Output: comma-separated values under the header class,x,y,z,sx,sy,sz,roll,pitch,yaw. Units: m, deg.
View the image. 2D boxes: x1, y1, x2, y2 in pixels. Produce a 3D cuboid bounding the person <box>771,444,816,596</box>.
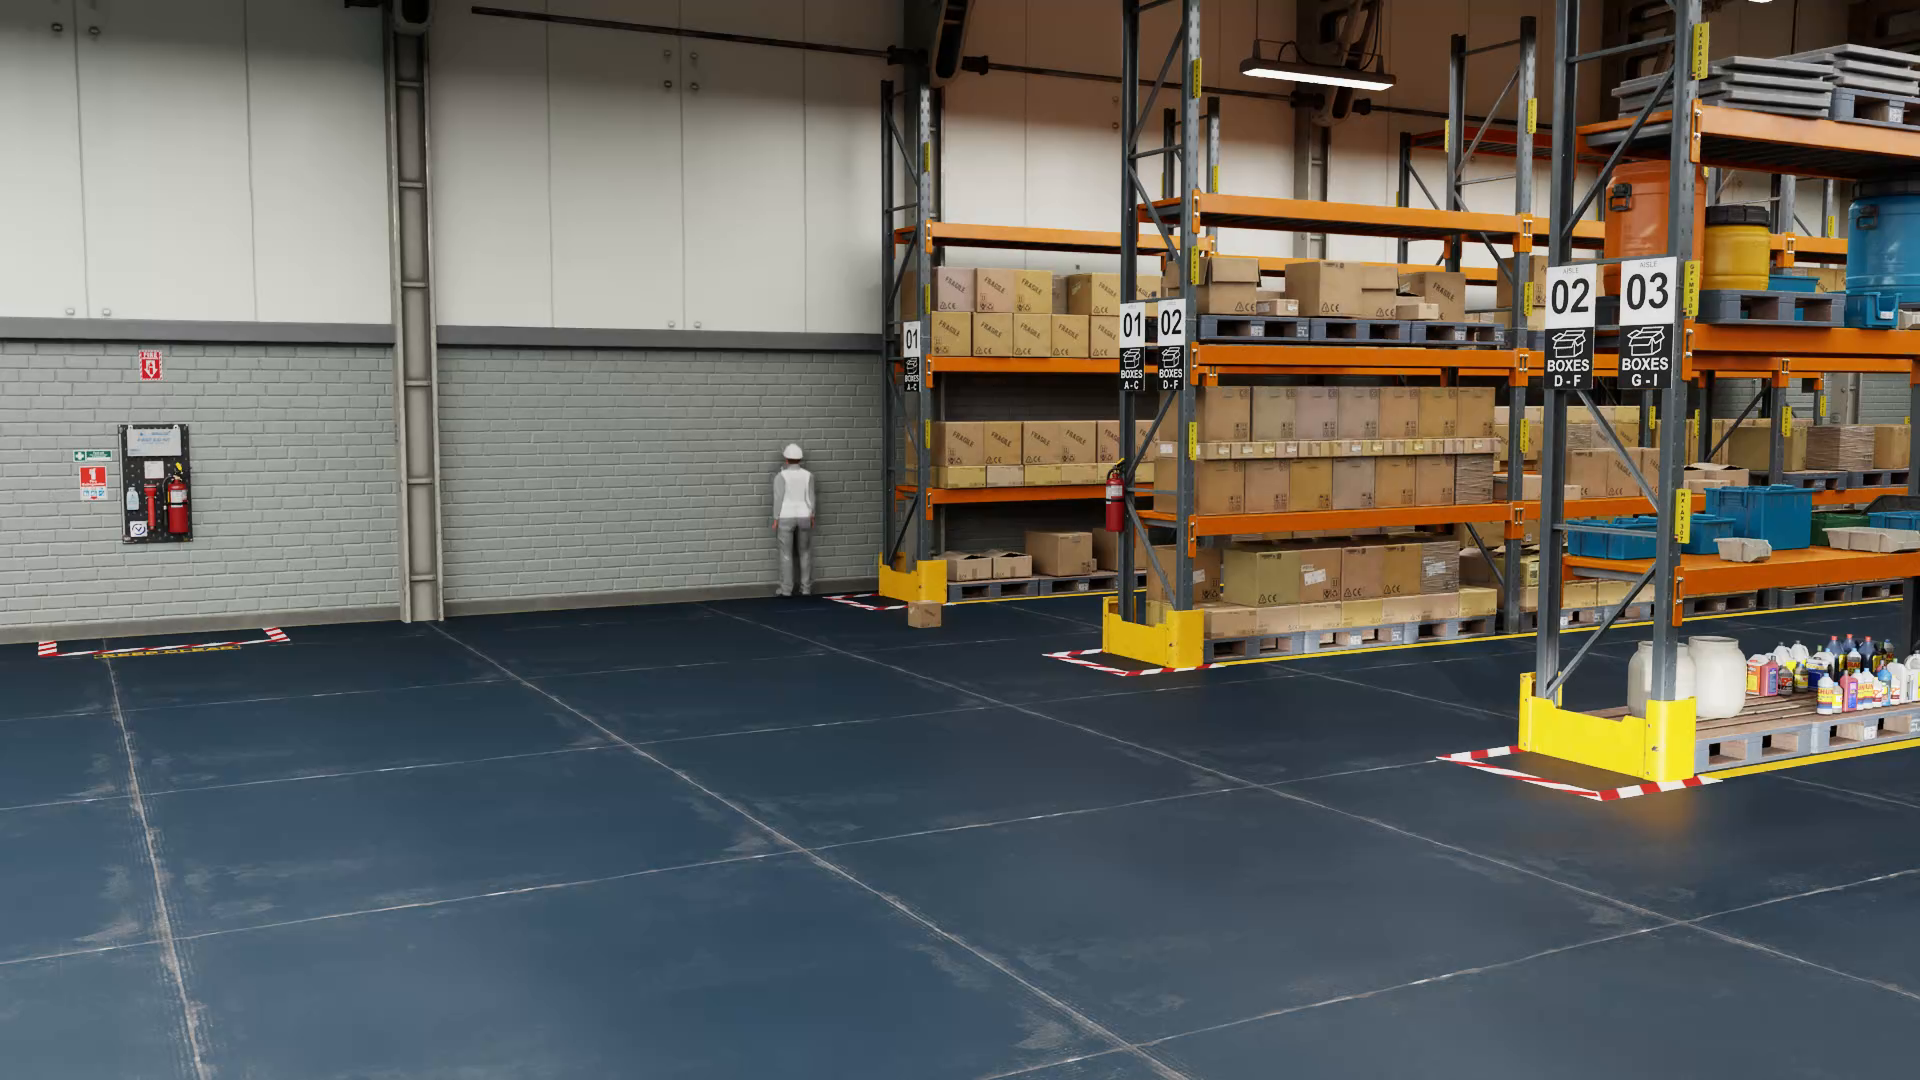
class,x,y,z,sx,sy,sz,roll,pitch,yaw
person,-1.966,-0.243,19.540,0.527,1.777,0.387,-3,6,-29
